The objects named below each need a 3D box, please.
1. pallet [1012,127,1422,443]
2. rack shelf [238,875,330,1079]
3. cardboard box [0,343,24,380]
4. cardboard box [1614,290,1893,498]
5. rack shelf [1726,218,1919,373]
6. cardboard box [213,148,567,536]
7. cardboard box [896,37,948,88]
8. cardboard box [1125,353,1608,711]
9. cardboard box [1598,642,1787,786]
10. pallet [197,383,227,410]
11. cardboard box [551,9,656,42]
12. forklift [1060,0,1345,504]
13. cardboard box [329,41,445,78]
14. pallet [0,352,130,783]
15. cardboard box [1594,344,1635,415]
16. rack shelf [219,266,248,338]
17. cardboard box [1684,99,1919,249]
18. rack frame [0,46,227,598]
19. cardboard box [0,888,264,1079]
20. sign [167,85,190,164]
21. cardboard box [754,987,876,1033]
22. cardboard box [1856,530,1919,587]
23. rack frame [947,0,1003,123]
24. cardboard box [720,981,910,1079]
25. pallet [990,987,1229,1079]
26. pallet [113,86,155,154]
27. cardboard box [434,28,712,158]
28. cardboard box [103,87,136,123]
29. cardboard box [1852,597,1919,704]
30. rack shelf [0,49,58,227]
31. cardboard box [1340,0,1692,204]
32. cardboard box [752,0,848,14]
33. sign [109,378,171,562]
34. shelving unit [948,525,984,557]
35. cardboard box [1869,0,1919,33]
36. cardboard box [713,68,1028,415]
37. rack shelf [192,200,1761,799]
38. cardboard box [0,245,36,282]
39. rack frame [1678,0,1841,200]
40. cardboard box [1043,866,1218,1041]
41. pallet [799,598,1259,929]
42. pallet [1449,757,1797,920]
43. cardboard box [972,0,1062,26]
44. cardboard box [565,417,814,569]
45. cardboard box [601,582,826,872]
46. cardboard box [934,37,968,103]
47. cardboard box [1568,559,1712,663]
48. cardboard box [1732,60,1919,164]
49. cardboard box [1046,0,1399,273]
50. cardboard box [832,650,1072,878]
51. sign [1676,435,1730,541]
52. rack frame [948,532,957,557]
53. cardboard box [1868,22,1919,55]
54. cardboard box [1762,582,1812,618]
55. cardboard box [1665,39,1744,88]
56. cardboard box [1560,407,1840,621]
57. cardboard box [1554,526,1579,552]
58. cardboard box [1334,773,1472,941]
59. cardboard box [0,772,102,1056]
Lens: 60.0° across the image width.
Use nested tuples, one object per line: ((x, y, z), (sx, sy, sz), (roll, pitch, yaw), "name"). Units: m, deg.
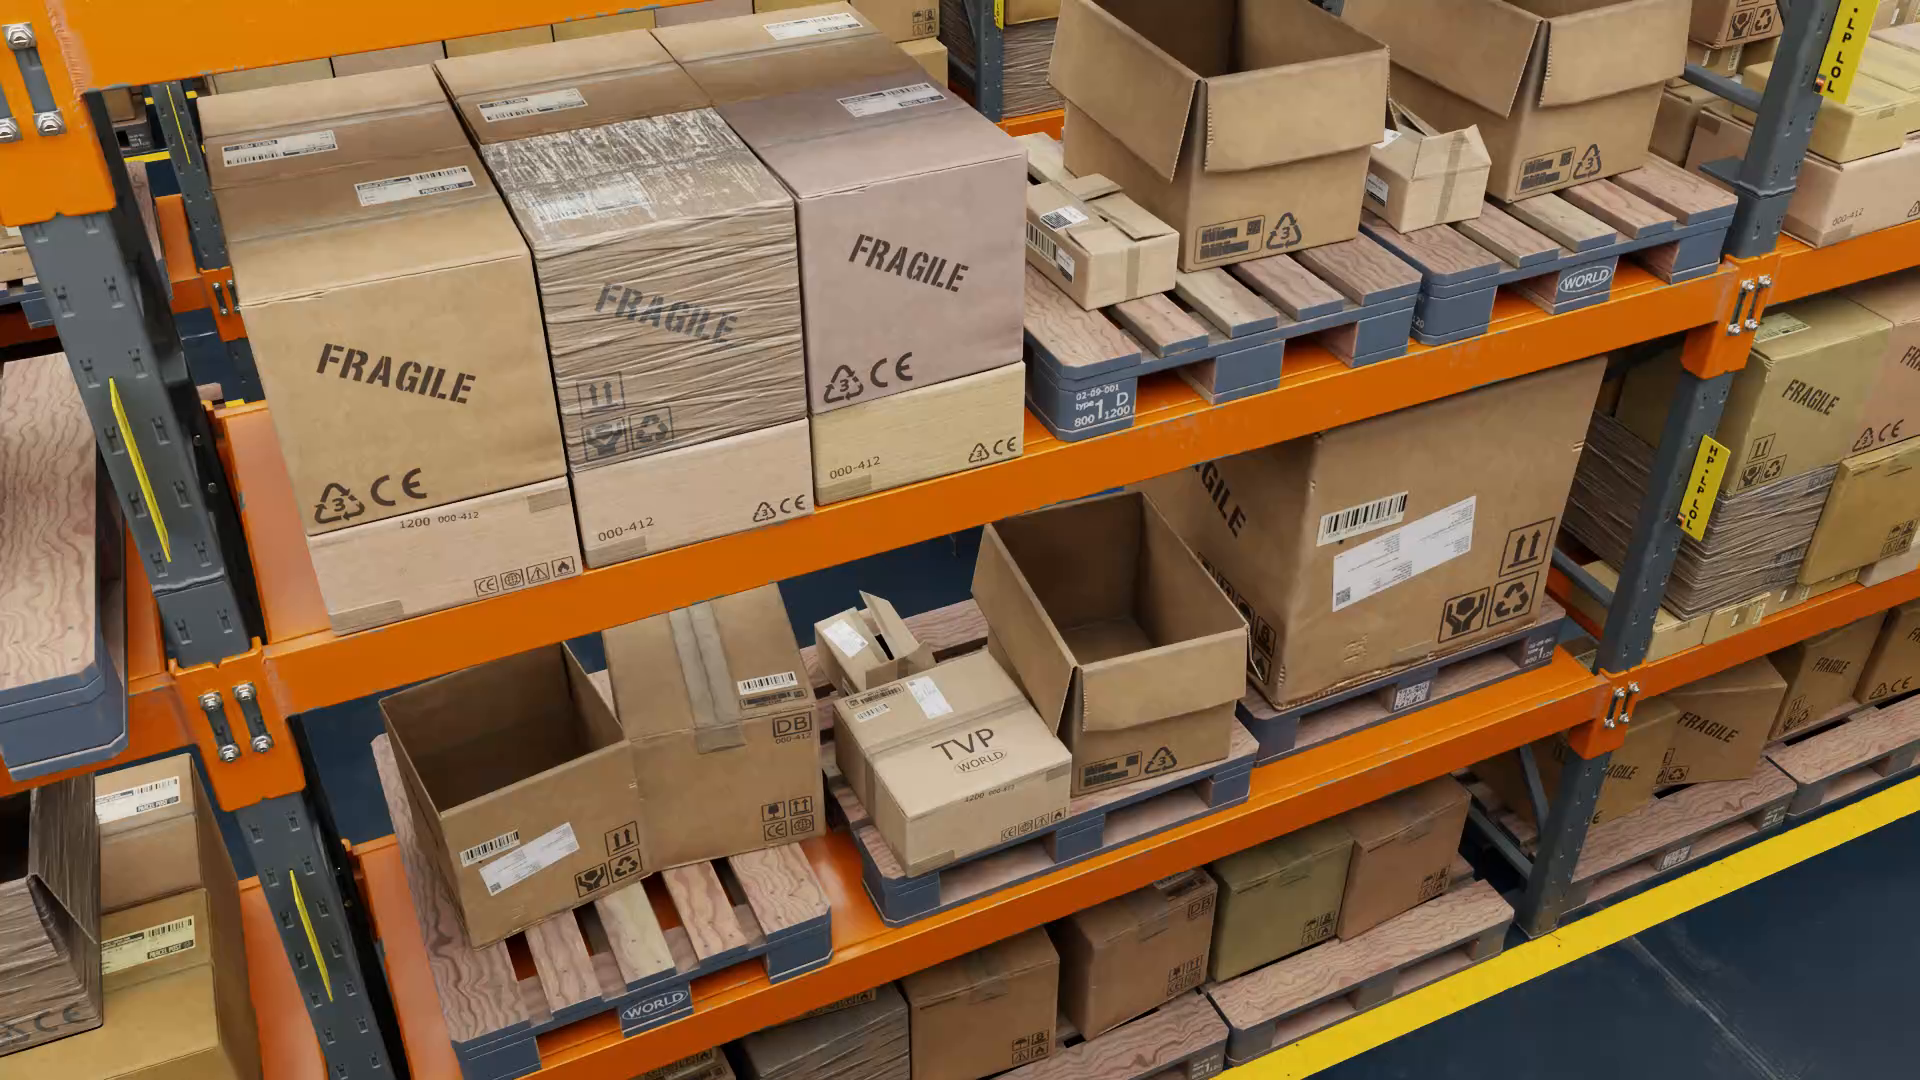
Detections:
((0.437, -0.753, 4.387), (1.003, 0.211, 1.213), (-16, 39, -20), "pallet")
((-3.453, 1.821, 3.881), (4.000, 0.370, 1.077), (-16, 39, -20), "rack shelf")
((-4.619, -0.692, 7.781), (0.500, 0.250, 0.500), (-15, 39, -19), "cardboard box")
((2.494, -0.525, 5.266), (0.500, 0.500, 0.500), (-16, 39, -20), "cardboard box")
((3.789, -1.409, 5.717), (4.000, 0.370, 1.077), (-16, 39, -20), "rack shelf")
((-1.108, -0.400, 3.250), (0.500, 0.500, 0.500), (-15, 39, -20), "cardboard box")
((-0.396, -2.451, 8.952), (0.500, 0.500, 0.500), (-16, 39, -20), "cardboard box")
((1.200, -0.271, 5.241), (1.000, 1.000, 1.000), (-15, 39, -20), "cardboard box")
((2.873, 0.620, 6.642), (0.500, 0.500, 0.500), (-4, 37, -5), "cardboard box")
((-4.367, -0.357, 8.555), (1.213, 0.211, 1.003), (-16, 39, -20), "pallet")
((-1.865, -2.614, 8.333), (0.500, 0.500, 0.700), (-16, 39, -20), "cardboard box")
((1.673, -1.203, 7.411), (3.031, 2.935, 1.130), (-3, 37, -4), "forklift")
((-2.791, -2.353, 7.981), (0.500, 0.500, 0.700), (-16, 40, -21), "cardboard box")
((-2.203, 0.089, 3.253), (1.003, 0.211, 1.213), (-14, 39, -18), "pallet")
((2.269, -0.810, 5.651), (0.500, 0.500, 0.500), (-16, 39, -20), "cardboard box")
((-1.848, -1.892, 8.886), (4.000, 0.370, 1.077), (-16, 39, -20), "rack shelf")
((2.495, -1.107, 4.832), (0.500, 0.250, 0.500), (-17, 40, -22), "cardboard box")
((-1.643, -1.384, 2.562), (0.127, 3.000, 1.000), (-16, 39, -20), "rack frame")
((-1.984, 1.244, 3.970), (0.500, 0.500, 0.500), (-14, 39, -19), "cardboard box")
((-3.419, -1.817, 7.277), (0.005, 0.325, 0.100), (-16, 39, -20), "sign")
((-0.573, 1.227, 5.178), (0.500, 0.250, 0.500), (-11, 38, -15), "cardboard box")
((3.213, -0.022, 5.972), (0.250, 0.149, 0.380), (-16, 39, -20), "cardboard box")
((-0.038, -2.687, 9.355), (0.127, 3.000, 1.000), (-16, 39, -20), "rack frame")
((-0.548, 1.526, 5.404), (0.500, 0.500, 0.700), (-19, 41, -24), "cardboard box")
((0.168, 1.642, 5.858), (1.213, 0.211, 1.003), (-16, 39, -20), "pallet")
((-6.599, -3.039, 12.171), (1.213, 0.211, 1.003), (-16, 39, -20), "pallet")
((-0.857, -0.811, 3.804), (0.500, 0.500, 0.500), (-16, 39, -20), "cardboard box")
((-6.514, -3.504, 11.887), (0.875, 0.875, 0.875), (-16, 39, -20), "cardboard box")
((3.926, 0.303, 7.069), (0.500, 0.500, 0.500), (-12, 38, -16), "cardboard box")
((-3.453, -0.428, 2.213), (4.000, 0.370, 1.077), (-16, 39, -20), "rack shelf")
((1.511, -1.336, 4.576), (0.637, 0.503, 0.797), (-18, 40, -22), "cardboard box")
((-0.949, -2.869, 8.676), (0.500, 0.500, 0.700), (-16, 40, -21), "cardboard box")
((-1.414, -0.117, 2.871), (0.005, 0.325, 0.100), (-16, 39, -20), "sign")
((0.013, -0.486, 7.898), (0.189, 1.200, 0.258), (-16, 39, -20), "shelving unit")
((2.860, -1.742, 5.353), (0.250, 0.149, 0.380), (-17, 40, -21), "cardboard box")
((-0.195, -0.657, 3.597), (0.500, 0.500, 0.500), (-17, 40, -21), "cardboard box")
((0.168, -0.396, 4.352), (4.000, 0.370, 1.077), (-16, 39, -20), "rack shelf")
((-4.135, -1.308, 7.353), (0.250, 0.149, 0.380), (-16, 39, -20), "cardboard box")
((1.978, -2.396, 3.927), (0.127, 3.000, 1.000), (-16, 39, -20), "rack frame")
((0.467, 1.237, 5.793), (0.500, 0.500, 0.700), (-19, 41, -24), "cardboard box")
((0.132, 0.580, 5.111), (1.213, 0.211, 1.003), (-16, 39, -20), "pallet")
((2.571, 0.944, 6.799), (1.213, 0.211, 1.003), (-16, 39, -20), "pallet")
((0.311, -3.256, 9.089), (0.550, 0.550, 0.875), (-16, 39, -20), "cardboard box")
((-0.644, -0.230, 3.650), (0.500, 0.250, 0.500), (-15, 39, -19), "cardboard box")
((-0.708, 0.464, 4.671), (0.500, 0.500, 0.700), (-10, 38, -13), "cardboard box")
((0.031, -3.344, 12.222), (0.503, 0.637, 0.797), (-16, 39, -20), "cardboard box")
((2.301, 0.222, 5.643), (0.250, 0.149, 0.380), (-16, 39, -20), "cardboard box")
((2.404, -1.207, 4.633), (0.250, 0.149, 0.380), (-17, 40, -21), "cardboard box")
((0.658, -1.097, 4.254), (0.637, 0.503, 0.797), (-14, 39, -18), "cardboard box")
((-0.028, 0.617, 4.673), (0.500, 0.250, 0.500), (-17, 40, -21), "cardboard box")
((2.217, -0.153, 4.967), (0.005, 0.325, 0.100), (-16, 39, -20), "sign")
((-0.070, -0.462, 7.866), (0.006, 1.200, 0.240), (-16, 39, -20), "rack frame")
((2.871, -1.369, 4.851), (0.250, 0.149, 0.380), (-15, 39, -20), "cardboard box")
((2.747, 0.088, 5.825), (0.250, 0.149, 0.380), (-16, 39, -20), "cardboard box")
((2.150, -1.529, 5.067), (0.250, 0.149, 0.380), (-14, 39, -19), "cardboard box")
((2.412, -0.227, 5.704), (0.500, 0.500, 0.875), (-16, 39, -20), "cardboard box")
((2.048, -0.099, 6.076), (0.250, 0.149, 0.380), (-16, 39, -20), "cardboard box")
((1.413, 0.985, 6.134), (0.500, 0.500, 0.700), (-19, 40, -23), "cardboard box")
((-2.311, 0.759, 3.782), (0.637, 0.503, 0.797), (-14, 39, -18), "cardboard box")
